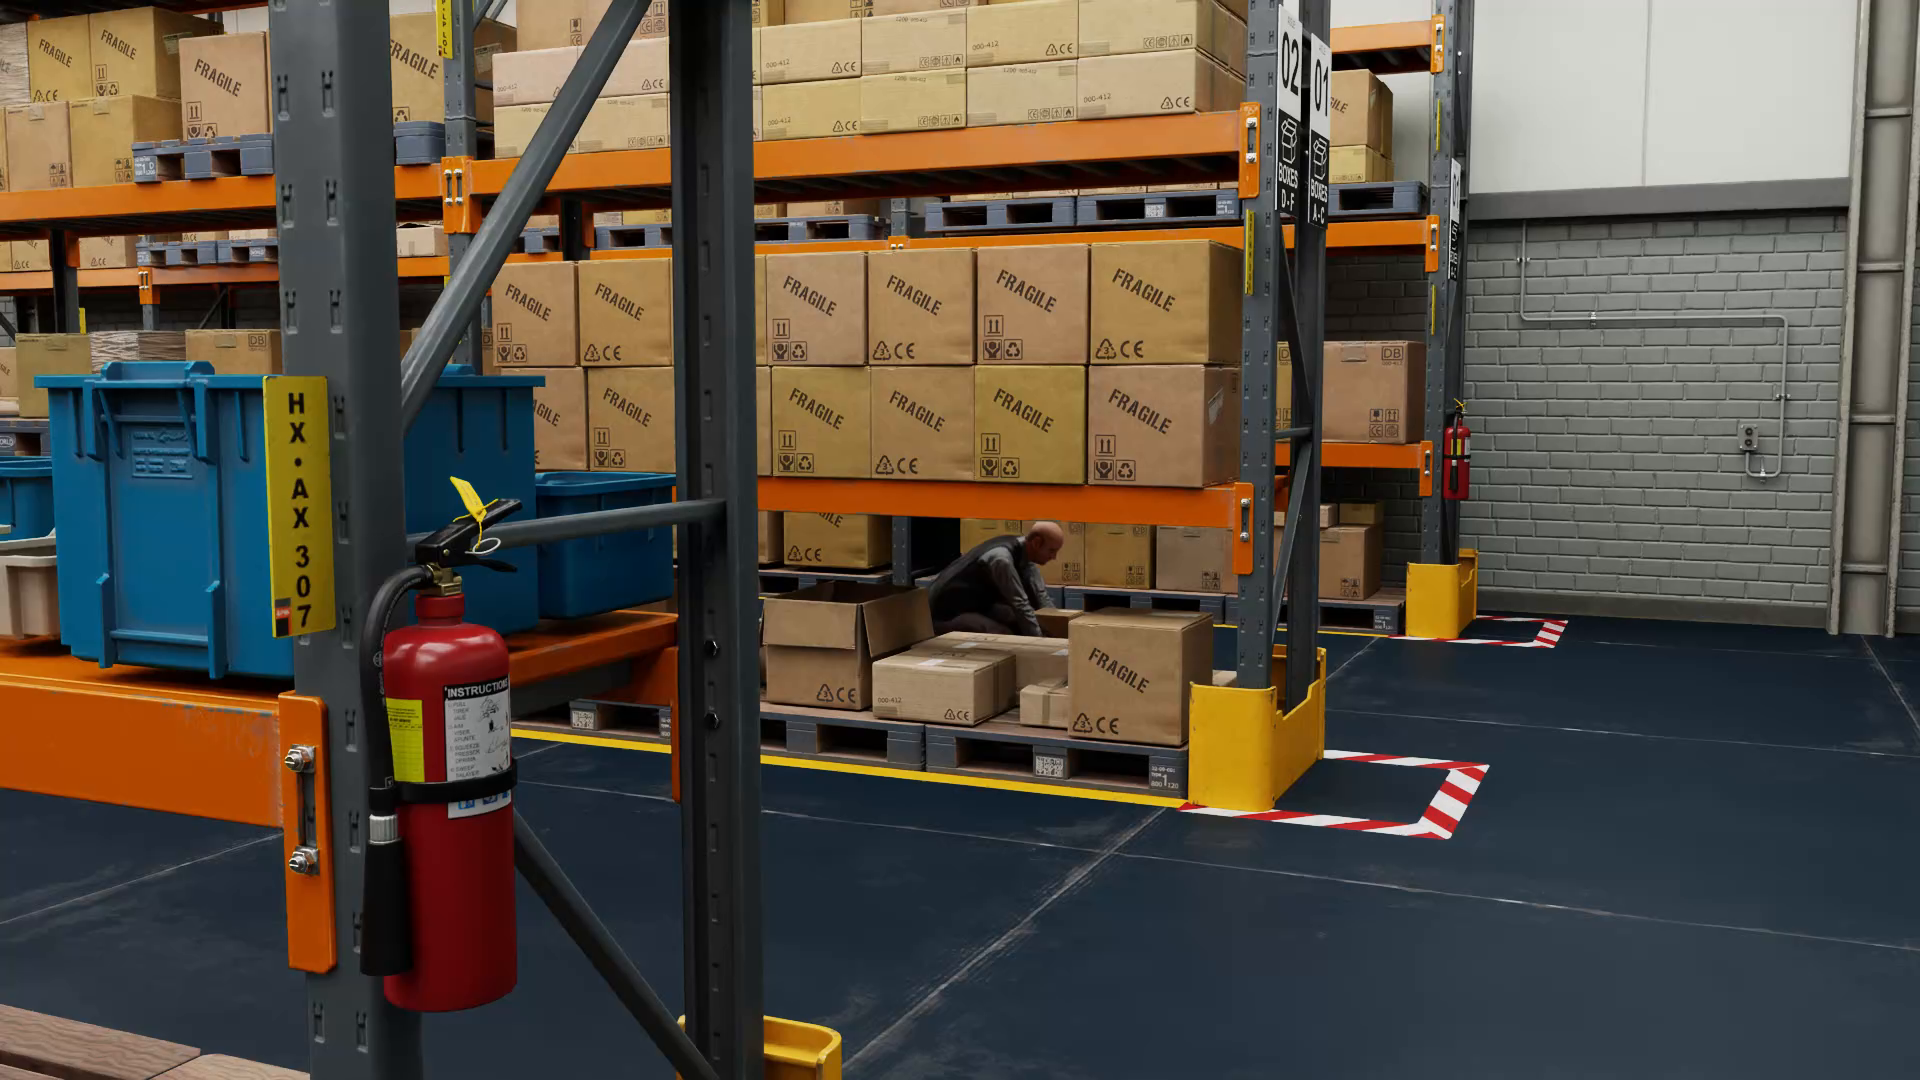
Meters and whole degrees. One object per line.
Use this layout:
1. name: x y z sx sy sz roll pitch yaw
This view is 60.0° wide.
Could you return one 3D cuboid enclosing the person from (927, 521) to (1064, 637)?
1. person: 0.225 0.364 9.402 0.881 0.965 0.524 2 6 23
